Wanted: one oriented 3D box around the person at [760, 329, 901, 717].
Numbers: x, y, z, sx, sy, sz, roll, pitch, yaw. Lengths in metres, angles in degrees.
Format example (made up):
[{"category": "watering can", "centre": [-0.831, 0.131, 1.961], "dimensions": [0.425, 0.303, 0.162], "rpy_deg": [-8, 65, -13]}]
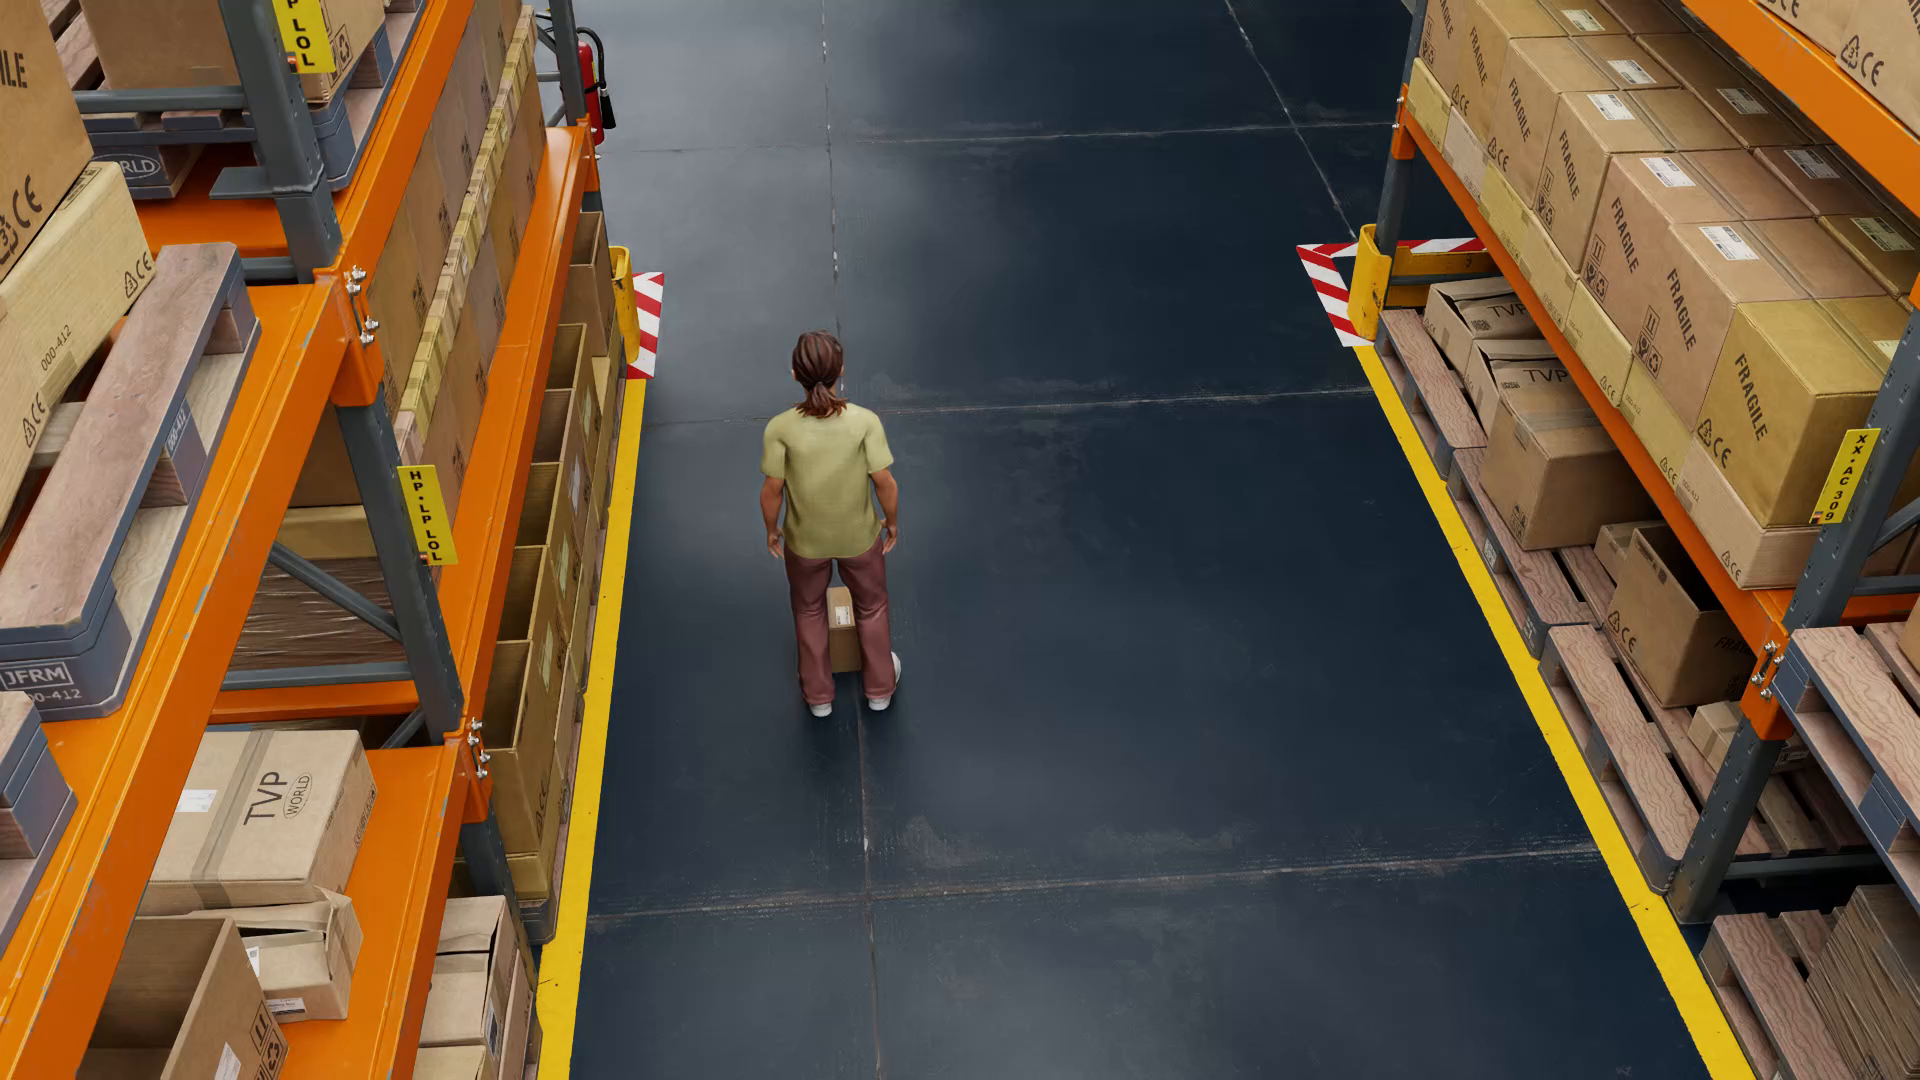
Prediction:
[{"category": "person", "centre": [-0.477, -0.028, 6.189], "dimensions": [0.499, 1.673, 0.360], "rpy_deg": [-3, 39, -4]}]
